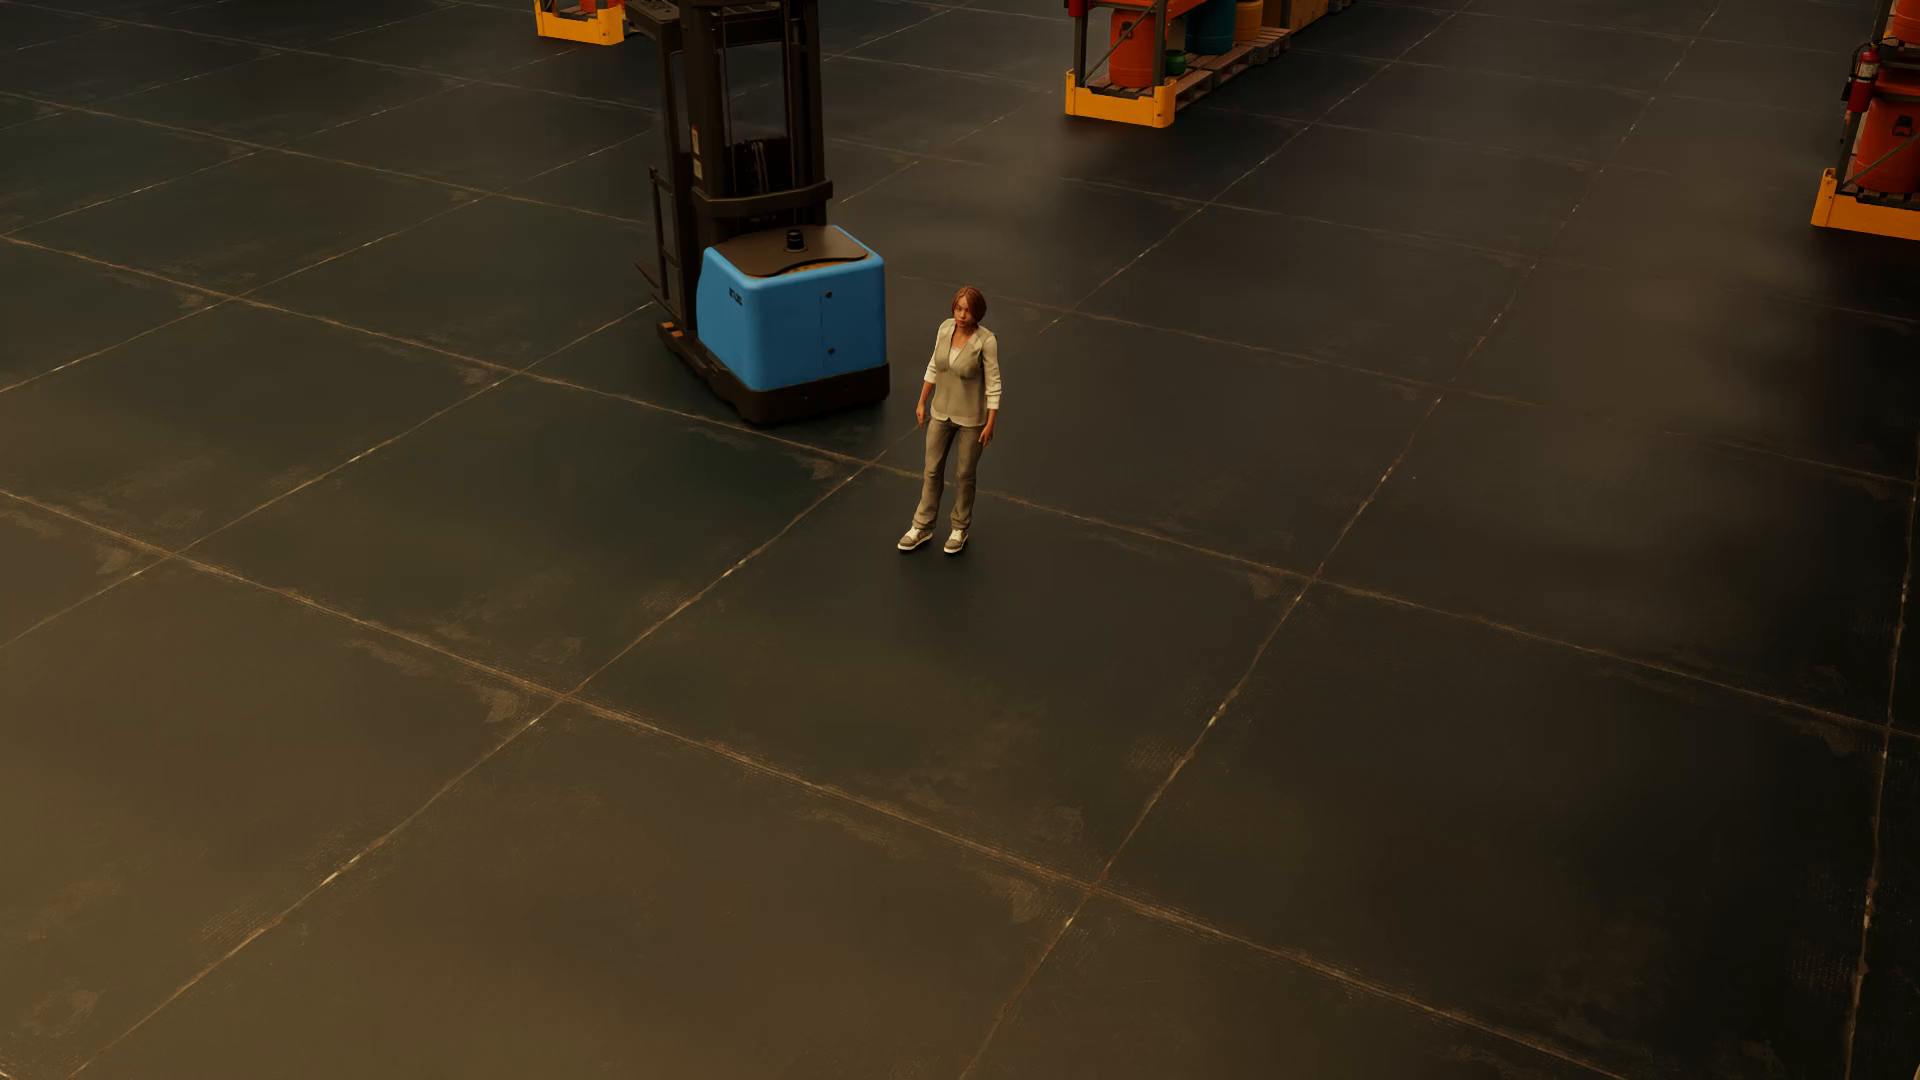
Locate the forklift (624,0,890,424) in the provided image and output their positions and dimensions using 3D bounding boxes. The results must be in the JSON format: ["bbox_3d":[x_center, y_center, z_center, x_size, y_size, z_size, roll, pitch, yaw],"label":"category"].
[{"bbox_3d":[-1.634,-2.761,11.854,1.130,2.935,3.031,-15,33,-24],"label":"forklift"}]

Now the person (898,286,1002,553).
[{"bbox_3d":[-0.048,-0.668,9.549,0.521,1.599,0.473,15,33,25],"label":"person"}]
